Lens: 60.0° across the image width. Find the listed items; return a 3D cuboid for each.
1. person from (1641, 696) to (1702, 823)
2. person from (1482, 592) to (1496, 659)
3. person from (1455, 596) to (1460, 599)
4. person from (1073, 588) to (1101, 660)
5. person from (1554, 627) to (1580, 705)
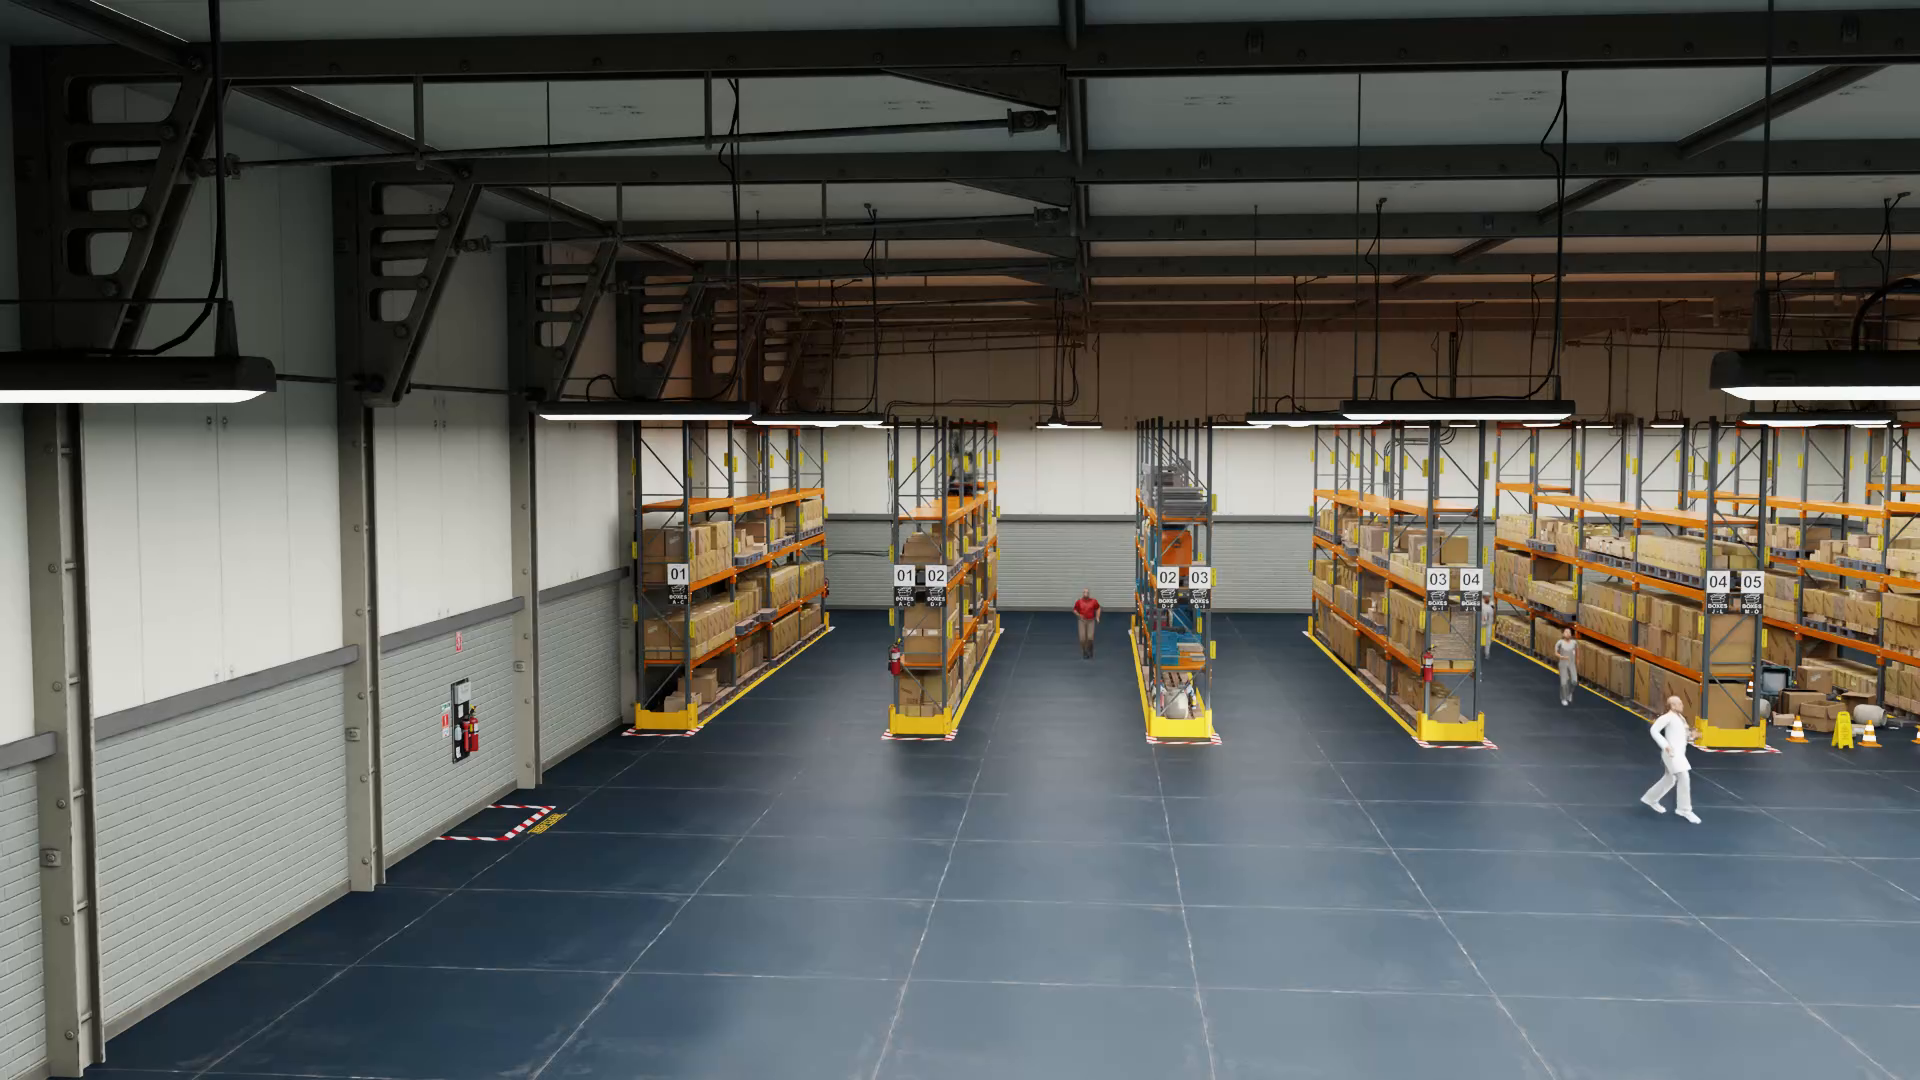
[{"bbox_3d":[10.549,3.218,24.628,0.876,1.822,0.694,3,5,35],"label":"person"},{"bbox_3d":[13.326,2.148,42.243,0.629,1.668,0.962,0,4,0],"label":"person"},{"bbox_3d":[13.466,1.952,44.617,0.722,1.752,0.680,1,4,9],"label":"person"},{"bbox_3d":[3.018,2.013,39.520,0.652,1.724,0.597,0,4,6],"label":"person"},{"bbox_3d":[12.685,2.636,34.687,0.550,1.633,0.571,0,4,5],"label":"person"}]
